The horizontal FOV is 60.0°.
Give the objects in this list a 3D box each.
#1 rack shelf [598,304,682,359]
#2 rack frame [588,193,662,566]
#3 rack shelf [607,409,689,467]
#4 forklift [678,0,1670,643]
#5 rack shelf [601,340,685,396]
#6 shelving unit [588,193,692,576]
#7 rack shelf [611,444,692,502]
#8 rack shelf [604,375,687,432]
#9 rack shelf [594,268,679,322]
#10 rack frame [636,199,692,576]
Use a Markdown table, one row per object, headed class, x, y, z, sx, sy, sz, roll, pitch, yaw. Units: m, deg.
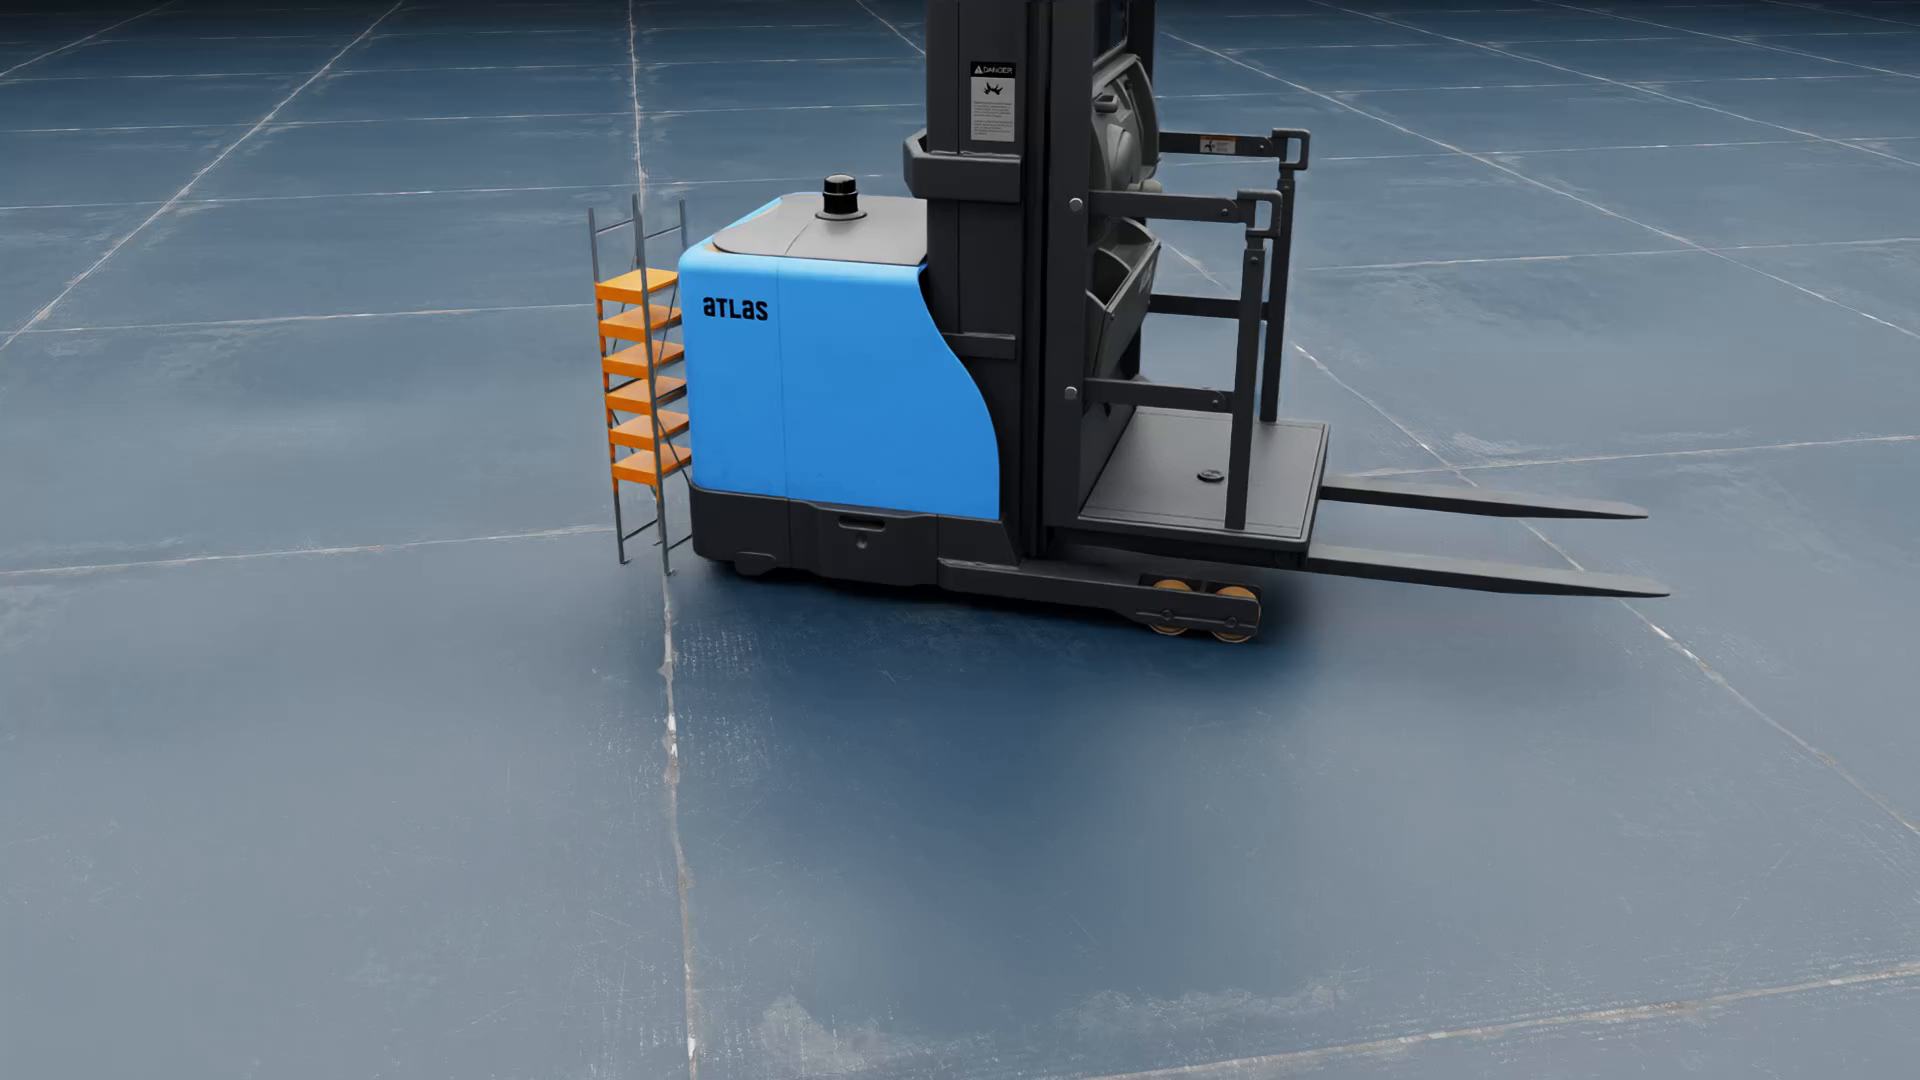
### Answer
| class | x | y | z | sx | sy | sz | roll | pitch | yaw |
| --- | --- | --- | --- | --- | --- | --- | --- | --- | --- |
| rack shelf | -0.999 | -0.670 | 5.295 | 0.180 | 0.103 | 0.258 | 11 | 26 | 25 |
| rack frame | -1.080 | -0.507 | 5.412 | 0.006 | 1.200 | 0.240 | 11 | 26 | 25 |
| rack shelf | -0.999 | -0.340 | 5.440 | 0.180 | 0.103 | 0.258 | 11 | 26 | 25 |
| forklift | 0.690 | -1.268 | 4.991 | 3.031 | 2.935 | 1.130 | 6 | 24 | 14 |
| rack shelf | -0.999 | -0.560 | 5.343 | 0.180 | 0.103 | 0.258 | 11 | 26 | 25 |
| shelving unit | -0.999 | -0.490 | 5.374 | 0.189 | 1.200 | 0.258 | 11 | 26 | 25 |
| rack shelf | -0.999 | -0.230 | 5.488 | 0.180 | 0.103 | 0.258 | 11 | 26 | 25 |
| rack shelf | -0.999 | -0.450 | 5.391 | 0.180 | 0.103 | 0.258 | 11 | 26 | 25 |
| rack shelf | -0.999 | -0.780 | 5.247 | 0.180 | 0.103 | 0.258 | 11 | 26 | 25 |
| rack frame | -0.917 | -0.474 | 5.336 | 0.006 | 1.200 | 0.240 | 11 | 26 | 25 |
